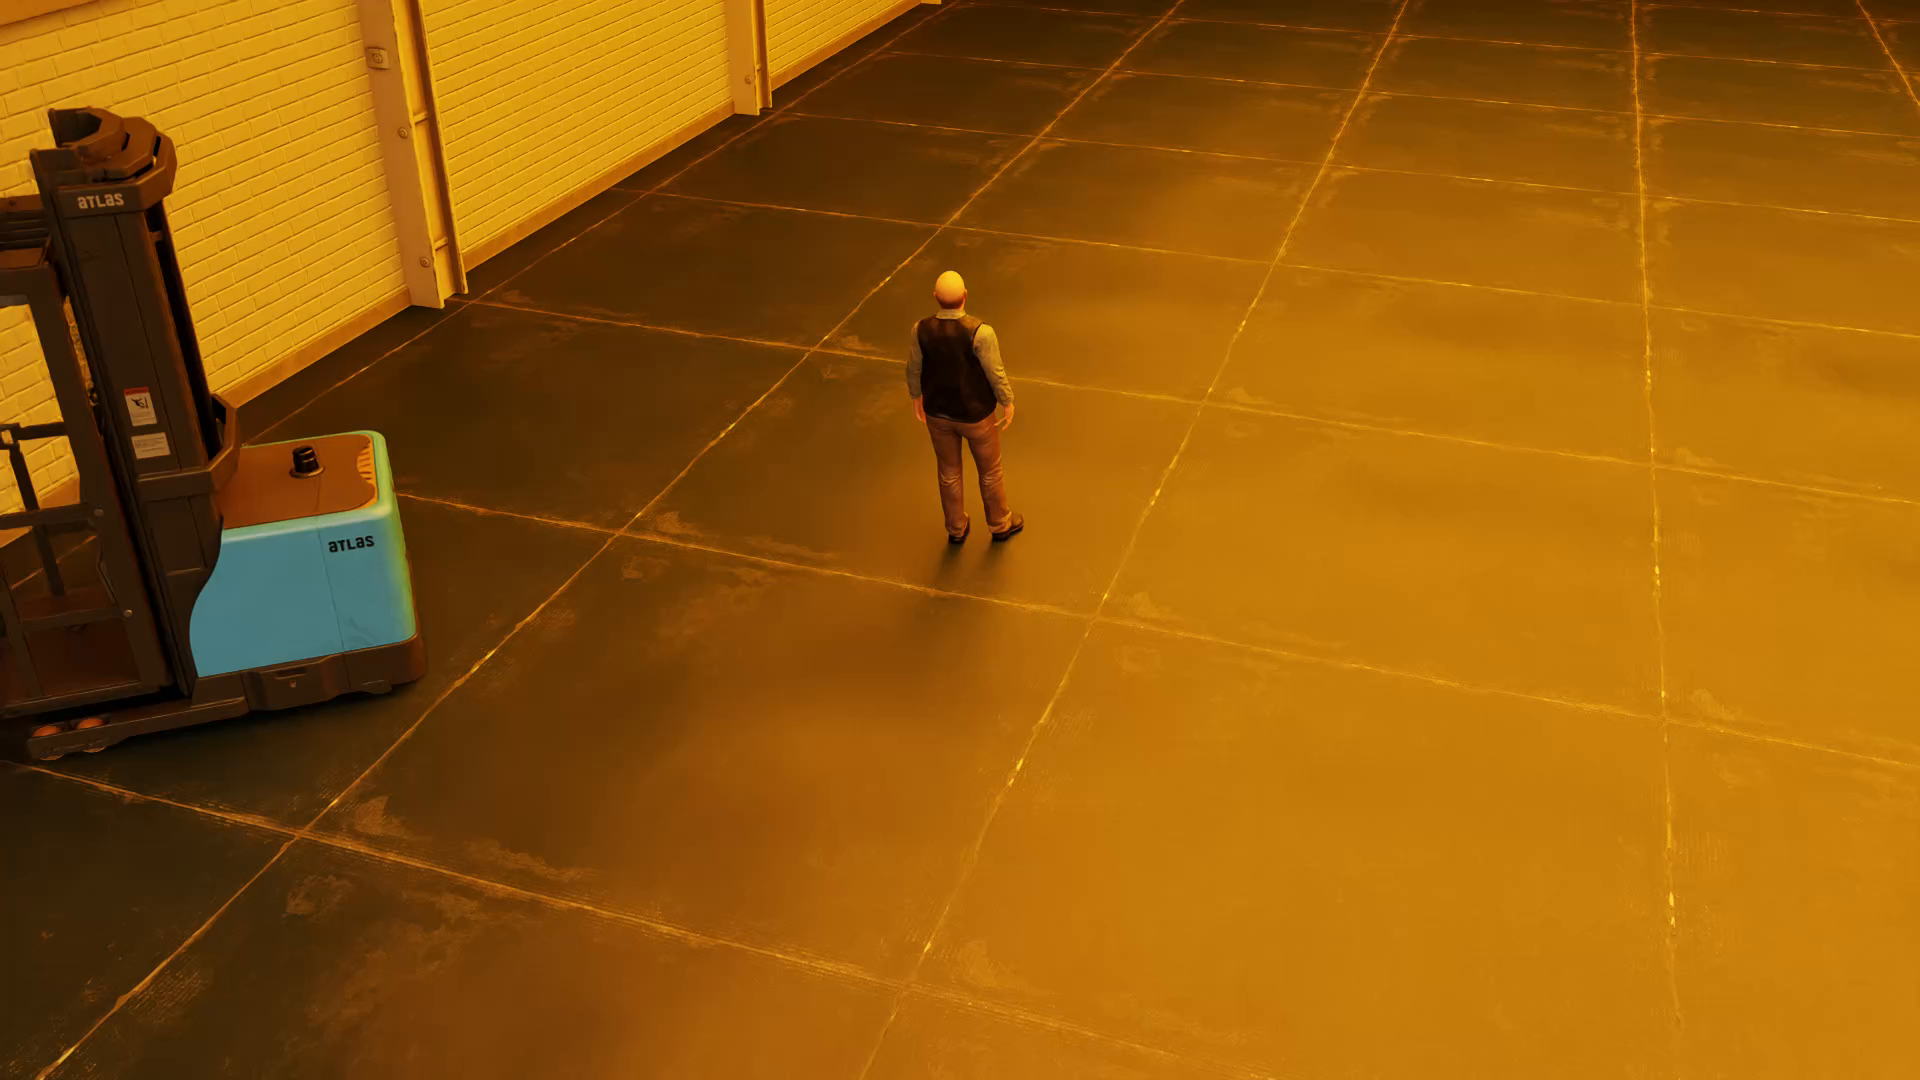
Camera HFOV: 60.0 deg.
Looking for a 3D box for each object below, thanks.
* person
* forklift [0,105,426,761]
[{"bbox_3d":[0.027,-0.782,9.716,0.633,1.722,0.566,10,31,16],"label":"person"},{"bbox_3d":[-4.382,-0.482,7.983,3.031,2.935,1.130,-10,31,-17],"label":"forklift"}]
